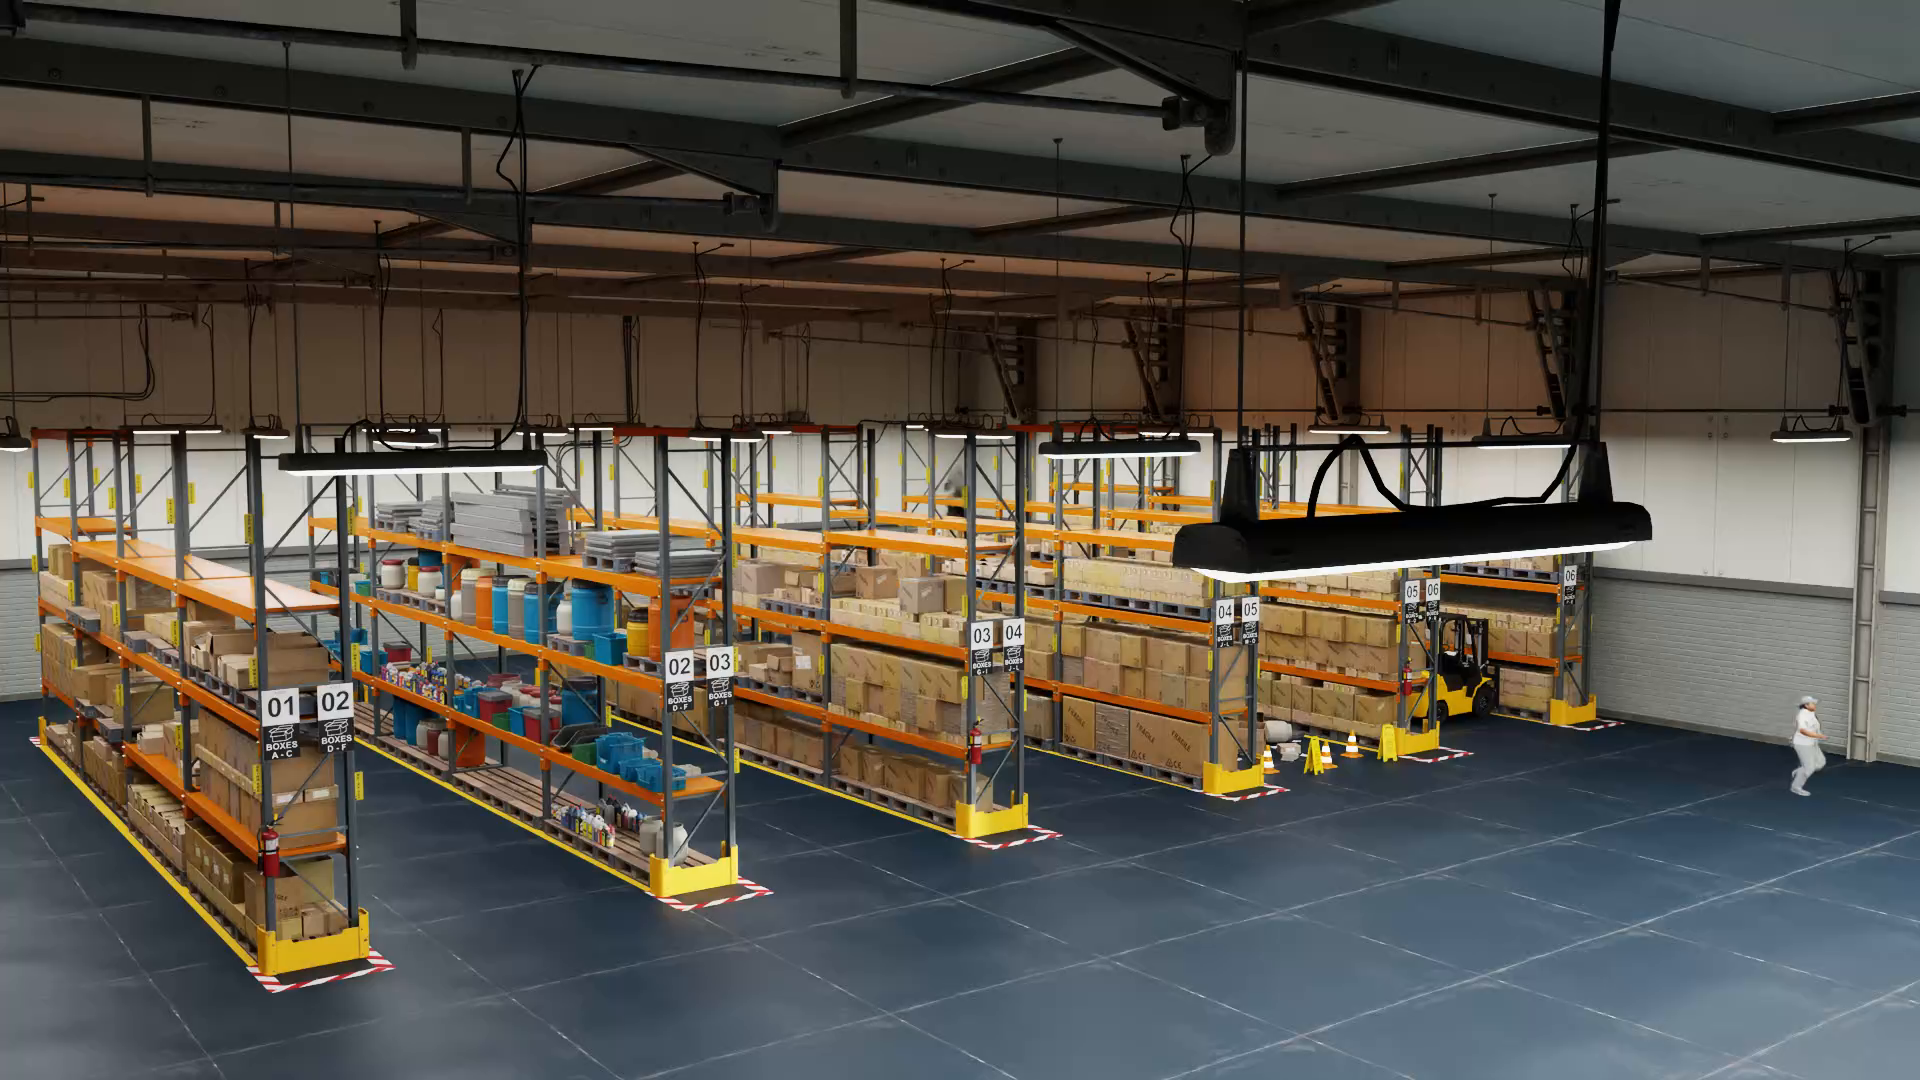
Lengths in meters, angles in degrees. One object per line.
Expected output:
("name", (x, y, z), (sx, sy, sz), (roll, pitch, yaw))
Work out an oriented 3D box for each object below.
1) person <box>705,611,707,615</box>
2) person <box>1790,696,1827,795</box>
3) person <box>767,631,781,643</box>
("person", (-5.932, 2.456, 38.929), (0.749, 1.656, 0.556), (-3, 5, -33))
("person", (13.961, 3.370, 27.324), (0.522, 1.637, 0.657), (3, 5, 33))
("person", (-4.733, 2.228, 42.061), (0.538, 1.605, 0.877), (4, 6, 44))
